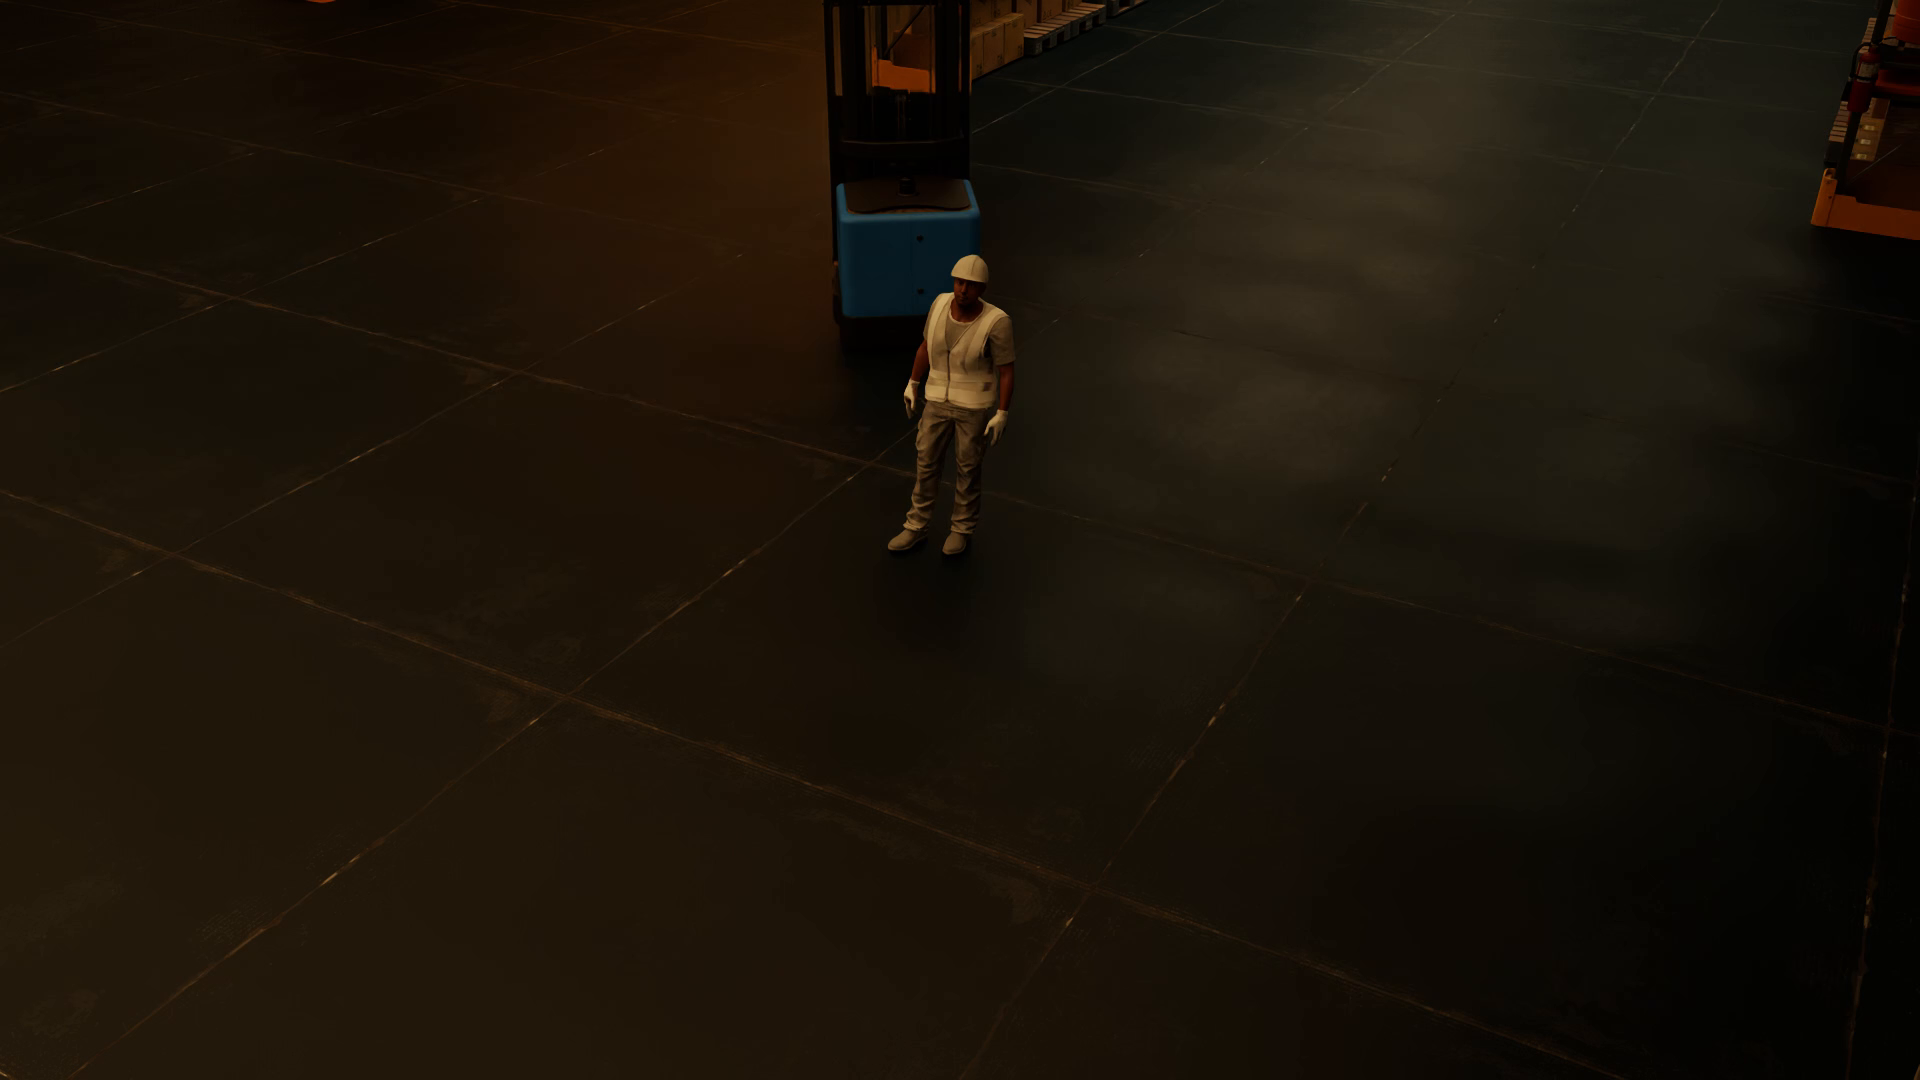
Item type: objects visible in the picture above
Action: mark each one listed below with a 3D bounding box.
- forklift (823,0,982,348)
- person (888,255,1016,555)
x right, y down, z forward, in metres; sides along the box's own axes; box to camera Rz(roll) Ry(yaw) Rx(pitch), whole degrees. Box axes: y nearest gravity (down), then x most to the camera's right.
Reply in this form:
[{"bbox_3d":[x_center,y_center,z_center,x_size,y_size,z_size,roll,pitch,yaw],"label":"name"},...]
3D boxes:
[{"bbox_3d":[-0.495,-3.404,12.968,1.130,2.935,3.031,-3,30,-5],"label":"forklift"},{"bbox_3d":[-0.042,-0.750,9.503,0.656,1.782,0.577,15,33,25],"label":"person"}]
